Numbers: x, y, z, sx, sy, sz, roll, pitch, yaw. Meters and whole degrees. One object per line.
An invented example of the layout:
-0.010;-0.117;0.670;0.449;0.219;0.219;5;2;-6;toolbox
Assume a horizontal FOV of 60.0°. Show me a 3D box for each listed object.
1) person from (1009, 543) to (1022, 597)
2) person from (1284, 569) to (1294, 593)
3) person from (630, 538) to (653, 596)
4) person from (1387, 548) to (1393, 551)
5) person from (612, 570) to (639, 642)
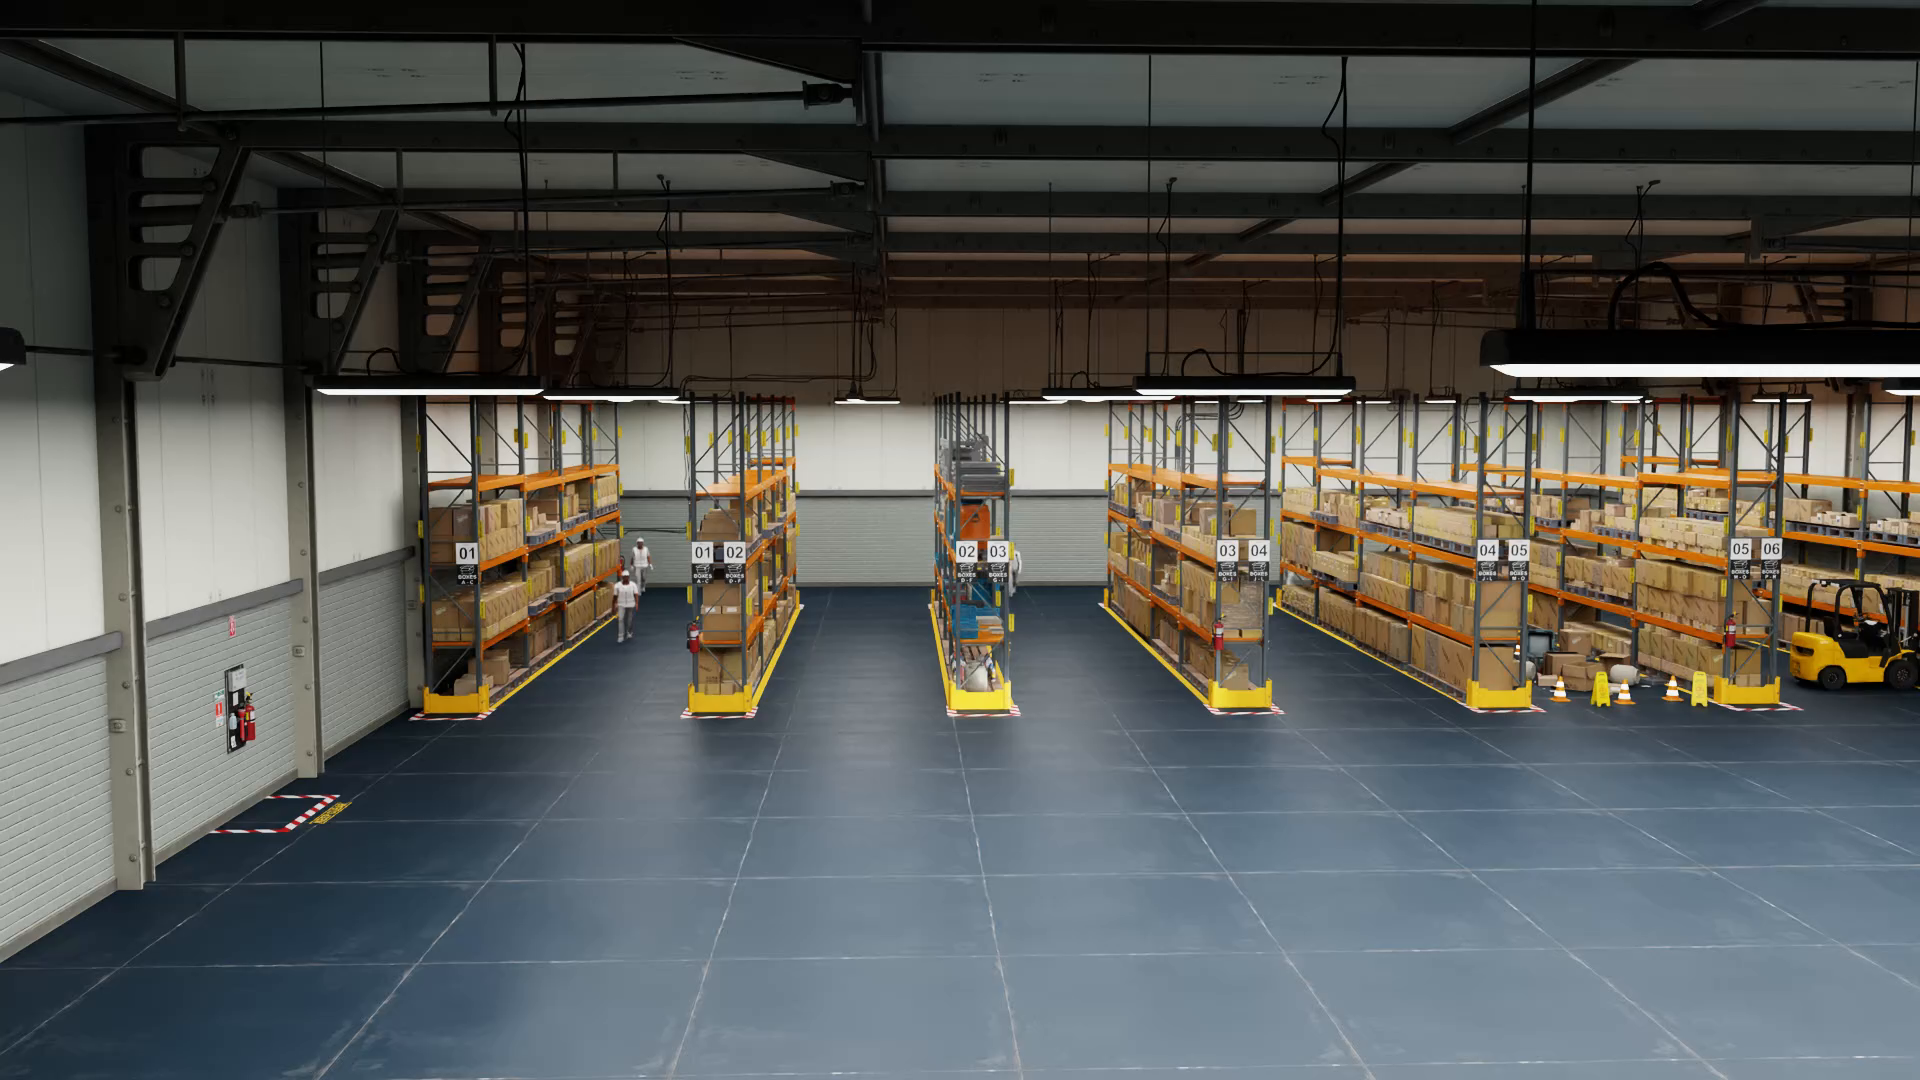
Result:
1.610;0.874;50.176;0.488;1.632;0.857;0;5;-4;person
10.094;0.804;51.054;0.469;1.601;1.098;3;5;32;person
-9.659;0.804;50.407;0.632;1.738;1.087;-1;5;-17;person
12.127;1.092;47.146;0.653;1.734;0.559;3;5;31;person
-8.161;1.594;40.524;0.657;1.695;1.067;-1;5;-12;person
